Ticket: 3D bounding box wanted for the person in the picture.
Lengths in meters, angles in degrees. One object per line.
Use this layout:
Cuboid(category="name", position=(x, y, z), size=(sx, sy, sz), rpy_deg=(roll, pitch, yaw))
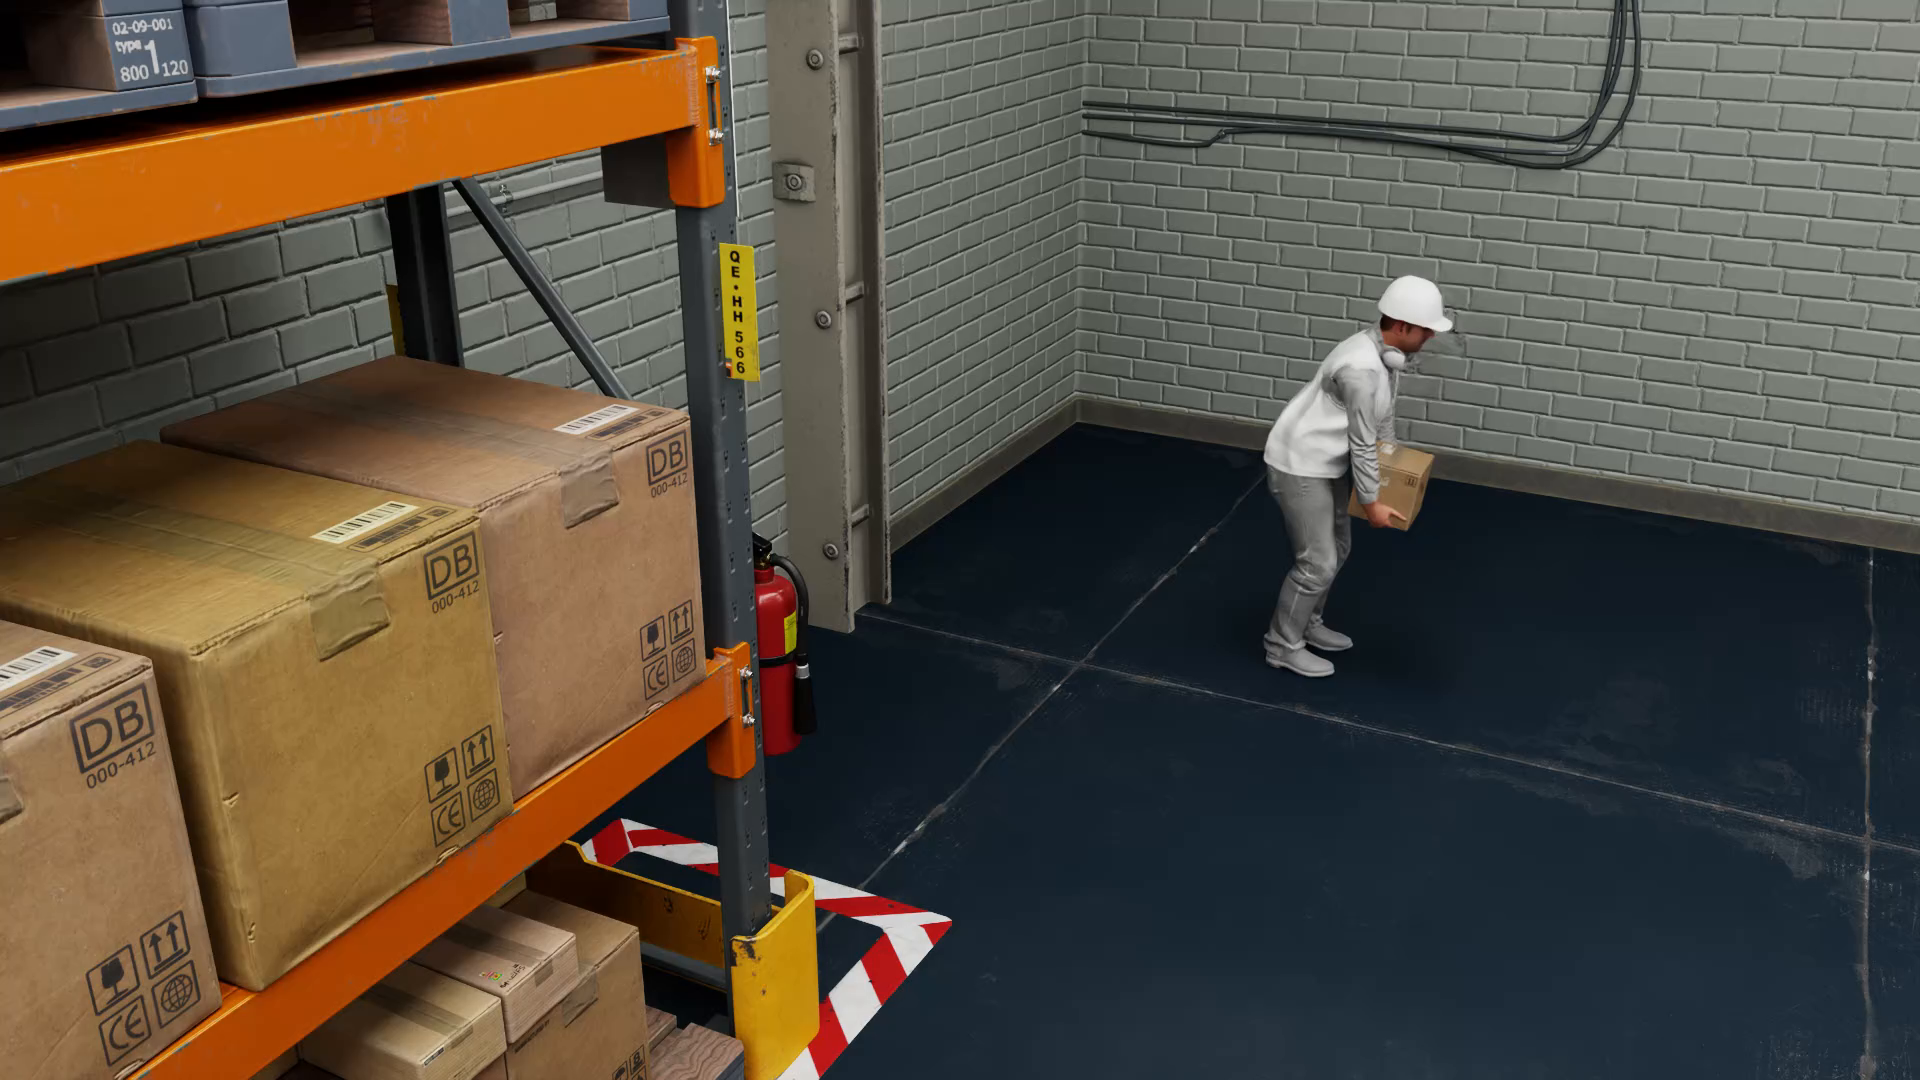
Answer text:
Cuboid(category="person", position=(1.592, -0.265, 6.808), size=(0.676, 1.693, 0.472), rpy_deg=(11, 25, 24))
